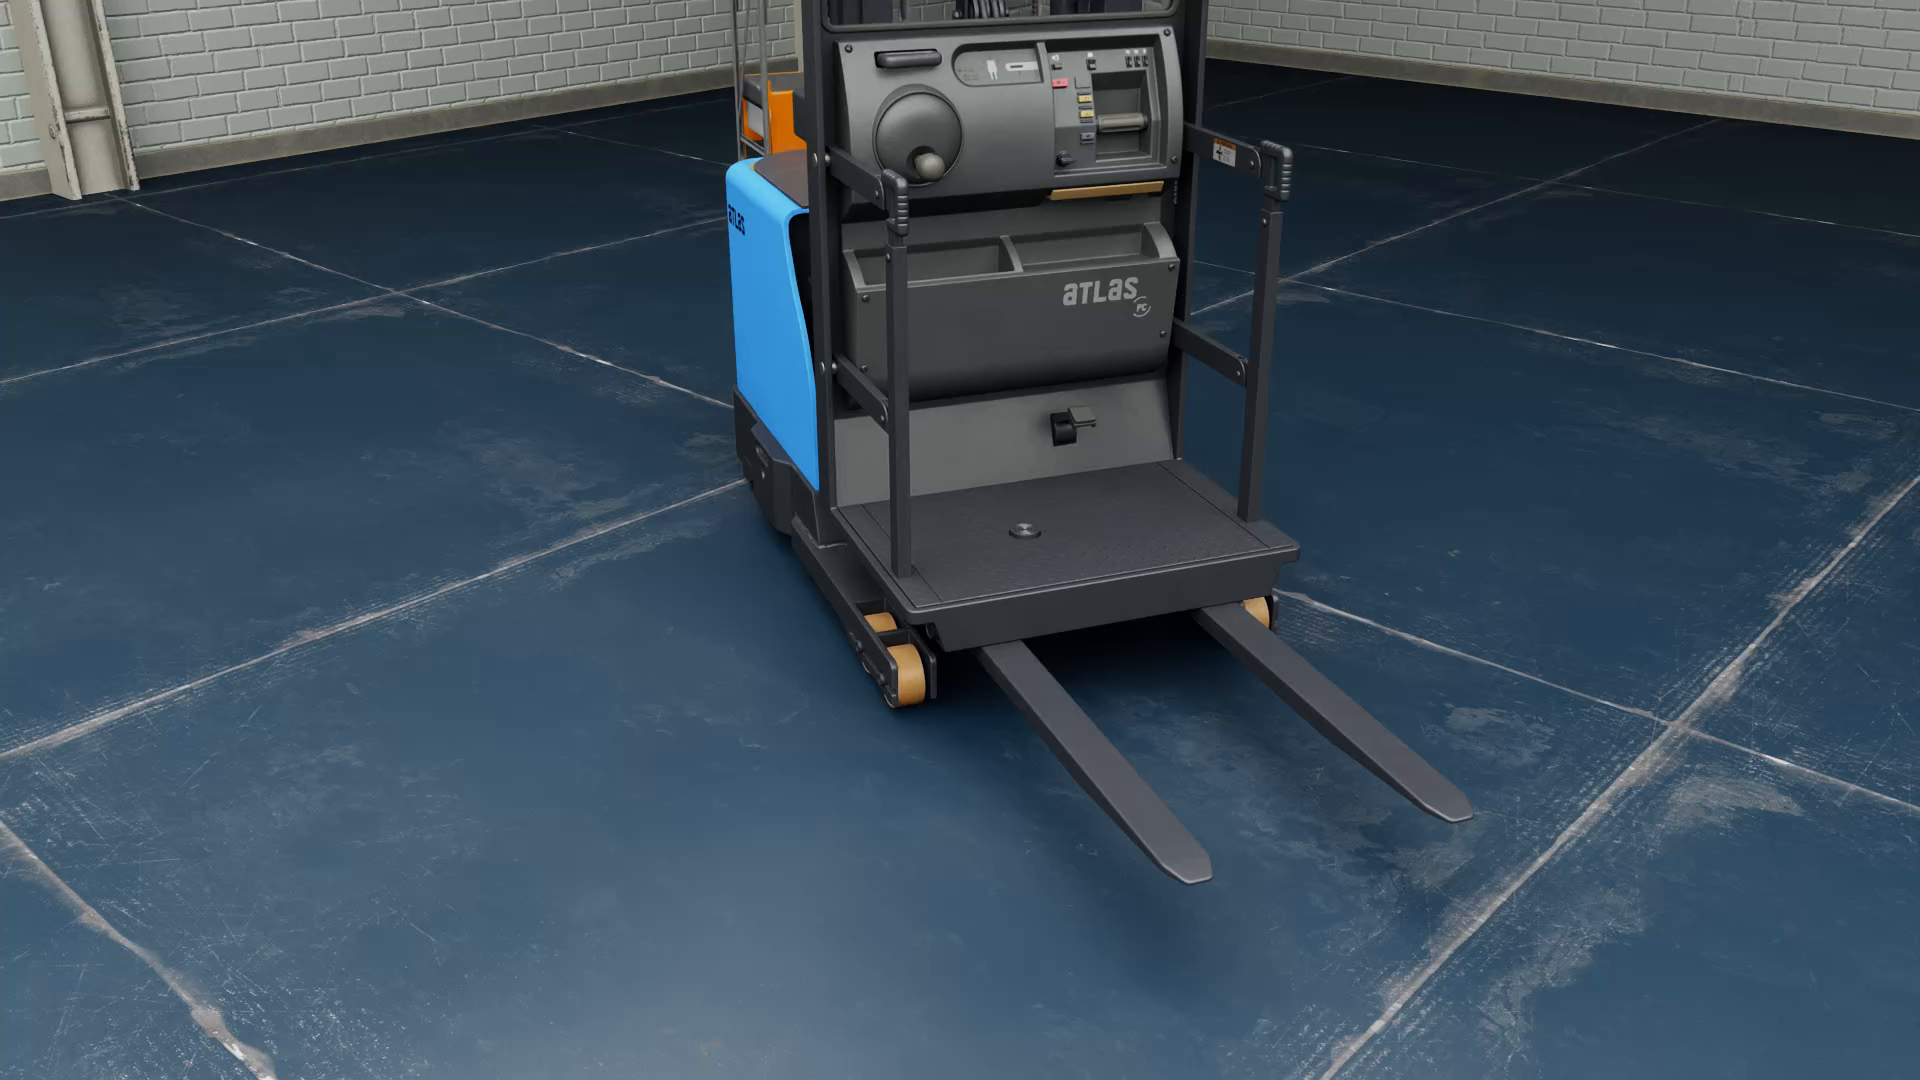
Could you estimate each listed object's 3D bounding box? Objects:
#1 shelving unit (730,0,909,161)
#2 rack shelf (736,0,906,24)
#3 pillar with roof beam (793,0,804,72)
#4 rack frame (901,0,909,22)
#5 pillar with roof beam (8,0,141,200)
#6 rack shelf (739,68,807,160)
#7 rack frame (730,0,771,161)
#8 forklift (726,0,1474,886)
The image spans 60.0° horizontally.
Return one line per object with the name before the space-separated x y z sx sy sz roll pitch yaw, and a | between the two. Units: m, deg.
shelving unit | -0.477 -1.379 5.759 0.503 2.100 0.431 -9 26 -19
rack shelf | -0.477 -2.005 5.478 0.480 0.518 0.431 -9 26 -19
pillar with roof beam | 2.079 -6.834 9.492 9.100 9.000 0.400 20 31 38
rack frame | -0.250 -1.415 5.840 0.015 2.100 0.400 -9 26 -19
pillar with roof beam | -1.925 -5.006 5.415 9.100 9.000 0.400 20 31 38
rack shelf | -0.477 -1.366 5.764 0.480 0.518 0.431 -9 26 -19
rack frame | -0.704 -1.342 5.677 0.015 2.100 0.400 -9 26 -19
forklift | 0.221 -1.096 4.112 1.130 2.935 3.031 -9 26 -19
